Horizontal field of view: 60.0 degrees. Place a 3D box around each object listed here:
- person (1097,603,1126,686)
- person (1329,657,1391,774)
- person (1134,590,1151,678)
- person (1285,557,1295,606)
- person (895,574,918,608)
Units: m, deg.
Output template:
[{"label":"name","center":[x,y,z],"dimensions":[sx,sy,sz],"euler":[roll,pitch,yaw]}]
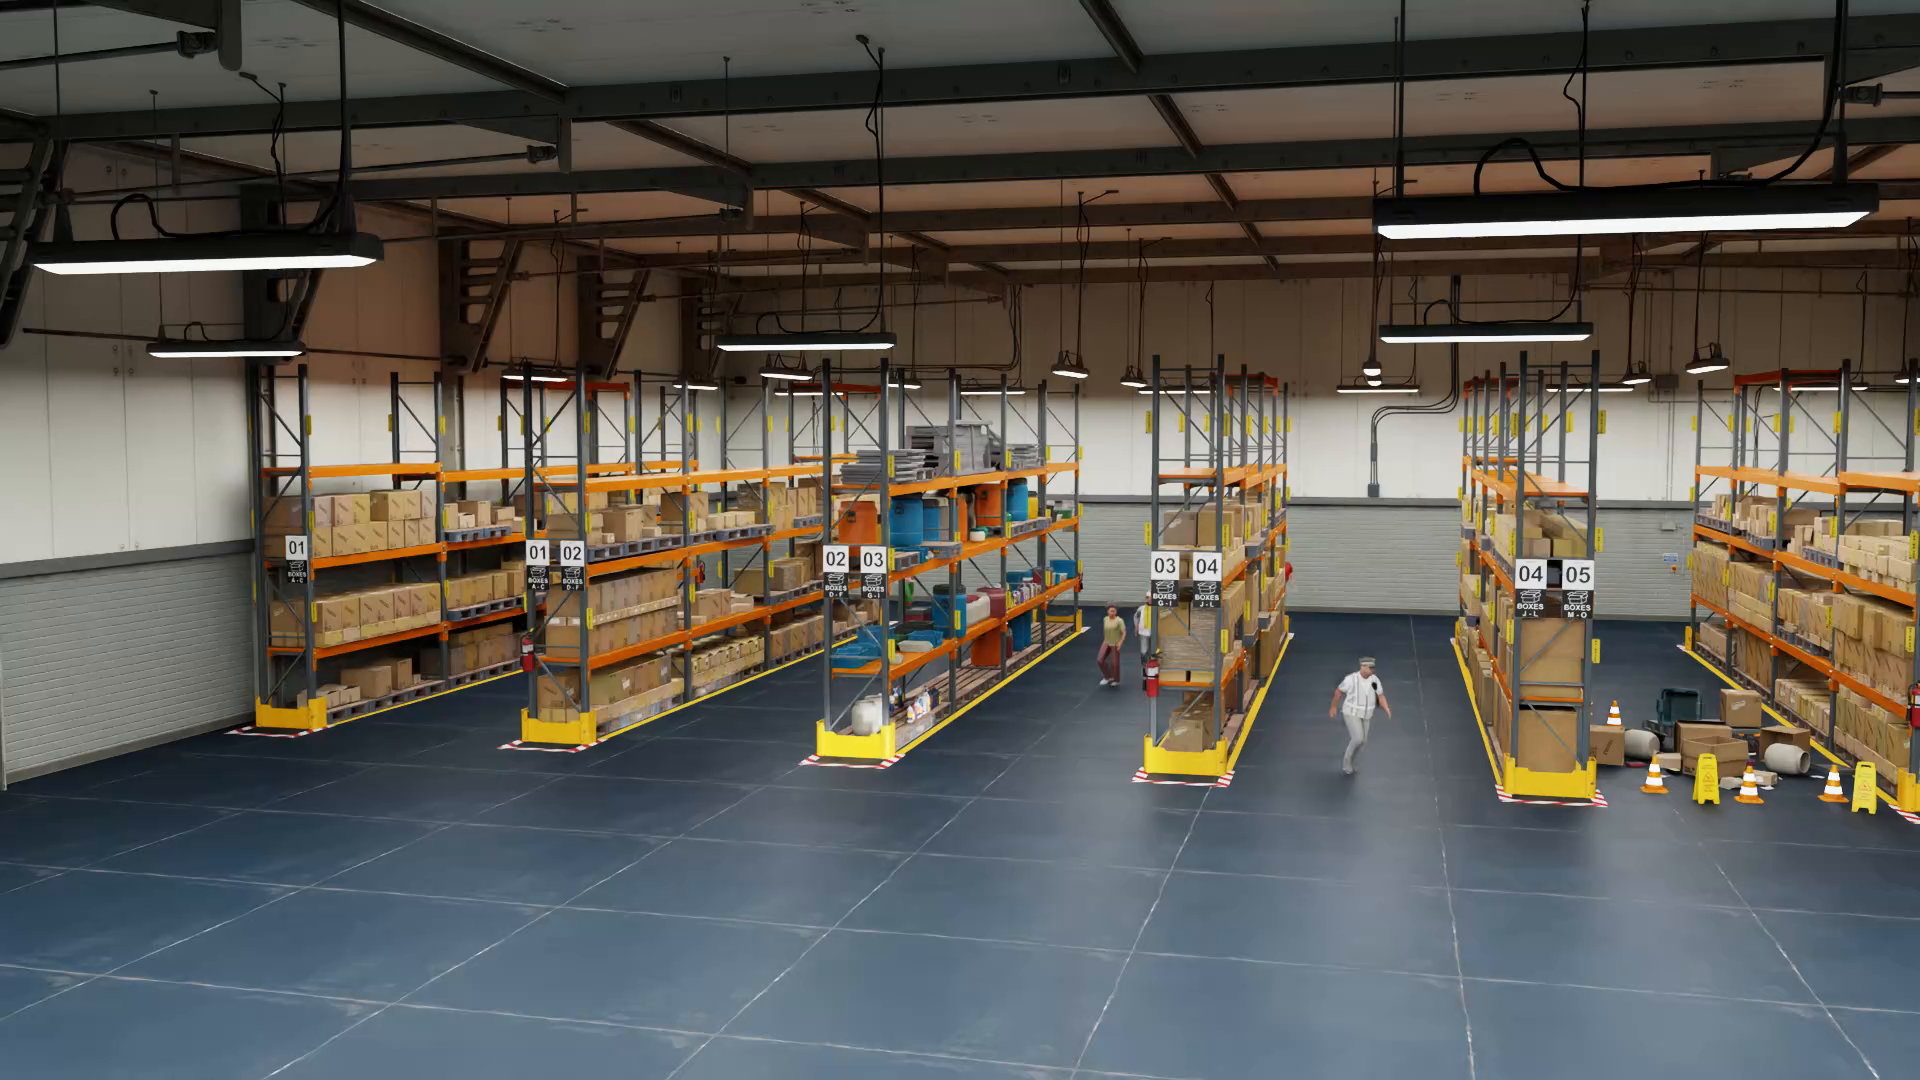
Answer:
[{"label":"person","center":[2.929,1.997,31.672],"dimensions":[0.565,1.617,0.674],"euler":[2,4,27]},{"label":"person","center":[5.743,2.502,23.723],"dimensions":[0.649,1.697,0.805],"euler":[-2,4,-22]},{"label":"person","center":[3.727,1.860,32.716],"dimensions":[0.630,1.731,0.649],"euler":[0,4,6]},{"label":"person","center":[8.206,1.182,42.477],"dimensions":[0.696,1.711,1.092],"euler":[0,4,3]},{"label":"person","center":[-1.368,1.122,43.272],"dimensions":[0.710,1.793,0.980],"euler":[-2,5,-31]}]
